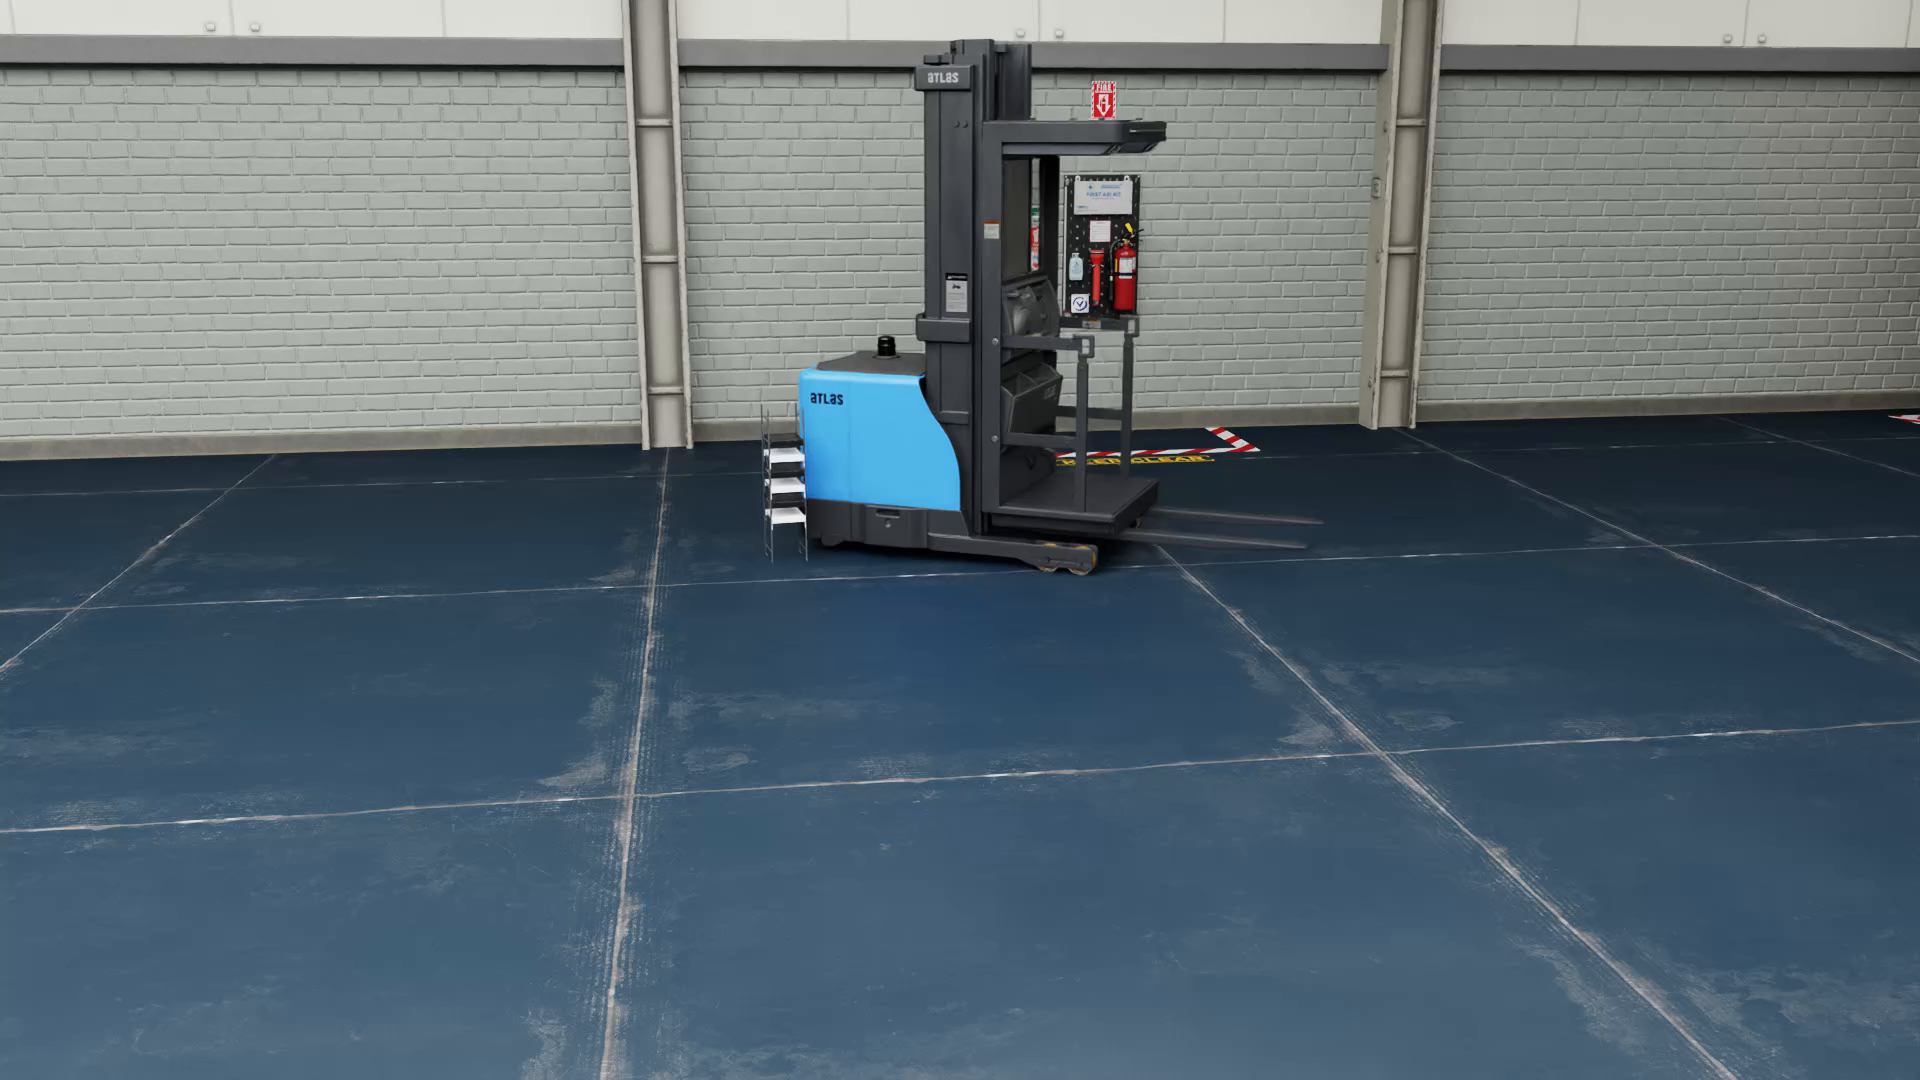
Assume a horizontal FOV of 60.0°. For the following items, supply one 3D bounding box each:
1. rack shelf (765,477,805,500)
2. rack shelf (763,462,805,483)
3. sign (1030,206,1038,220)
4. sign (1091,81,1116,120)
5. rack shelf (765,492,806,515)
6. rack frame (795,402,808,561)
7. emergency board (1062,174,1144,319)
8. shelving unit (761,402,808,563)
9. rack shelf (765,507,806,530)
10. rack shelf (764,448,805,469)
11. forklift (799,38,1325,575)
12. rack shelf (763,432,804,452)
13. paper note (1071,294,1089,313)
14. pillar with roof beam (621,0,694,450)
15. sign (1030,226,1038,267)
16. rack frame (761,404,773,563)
[{"bbox_3d":[-1.027,-0.304,9.720,0.200,0.077,0.258,-4,15,-16],"label":"rack shelf"},{"bbox_3d":[-1.027,-0.391,9.698,0.200,0.077,0.258,-4,15,-16],"label":"rack shelf"},{"bbox_3d":[0.608,-2.622,13.349,0.331,0.109,0.001,-2,14,-8],"label":"sign"},{"bbox_3d":[1.142,-3.493,13.219,0.199,0.298,0.001,-2,14,-8],"label":"sign"},{"bbox_3d":[-1.027,-0.216,9.742,0.200,0.077,0.258,-4,15,-16],"label":"rack shelf"},{"bbox_3d":[-0.930,-0.343,9.740,0.006,0.900,0.240,-4,15,-16],"label":"rack frame"},{"bbox_3d":[1.164,-2.345,13.407,0.643,1.169,0.194,-2,14,-8],"label":"emergency board"},{"bbox_3d":[-1.027,-0.336,9.712,0.210,0.900,0.258,-4,15,-16],"label":"shelving unit"},{"bbox_3d":[-1.027,-0.129,9.764,0.200,0.077,0.258,-4,15,-16],"label":"rack shelf"},{"bbox_3d":[-1.027,-0.478,9.676,0.200,0.077,0.258,-4,15,-16],"label":"rack shelf"},{"bbox_3d":[0.601,-1.367,9.646,3.031,2.935,1.130,5,15,20],"label":"forklift"},{"bbox_3d":[-1.027,-0.566,9.654,0.200,0.077,0.258,-4,15,-16],"label":"rack shelf"},{"bbox_3d":[0.979,-1.928,13.555,0.142,0.148,0.016,-2,14,-8],"label":"paper note"},{"bbox_3d":[-1.678,-4.083,8.002,0.400,9.000,9.100,-2,14,-8],"label":"pillar with roof beam"},{"bbox_3d":[0.602,-2.367,13.422,0.234,0.329,0.001,-2,14,-8],"label":"sign"},{"bbox_3d":[-1.125,-0.329,9.684,0.006,0.900,0.240,-4,15,-16],"label":"rack frame"}]
